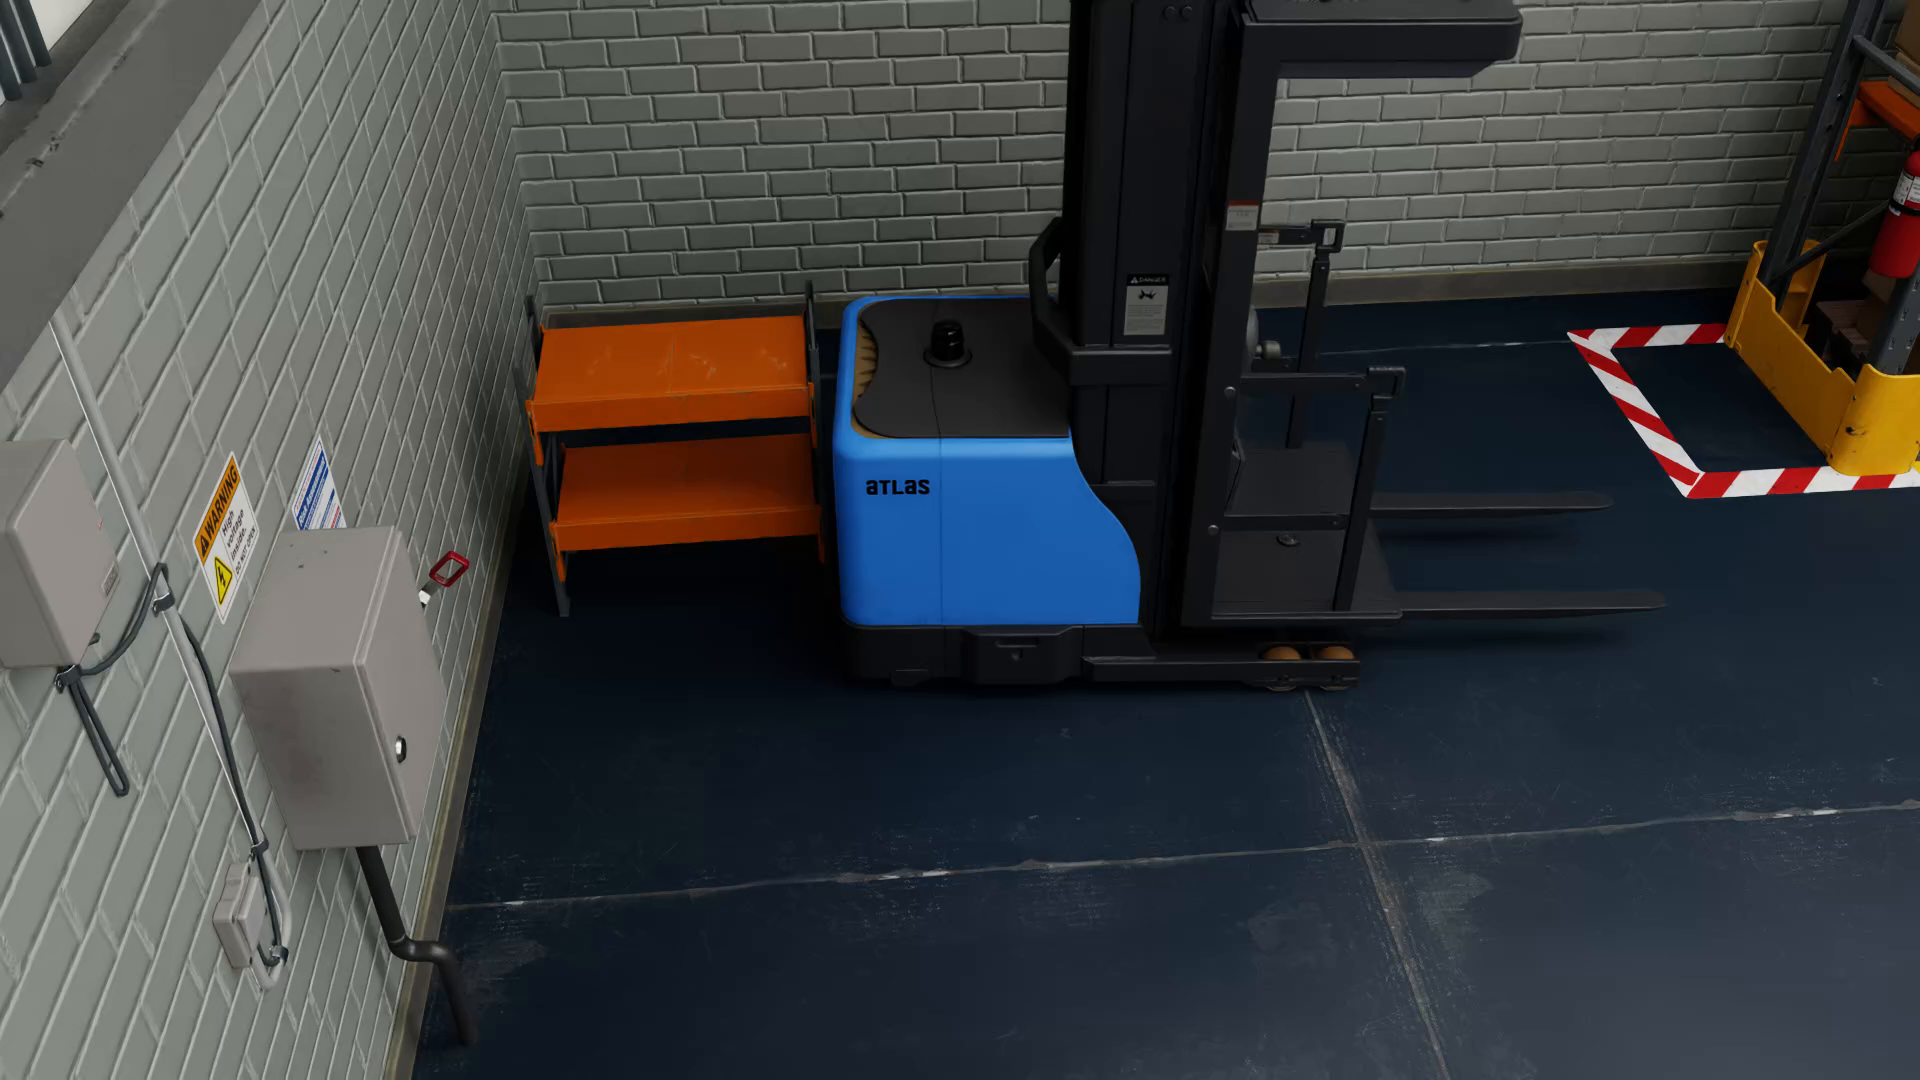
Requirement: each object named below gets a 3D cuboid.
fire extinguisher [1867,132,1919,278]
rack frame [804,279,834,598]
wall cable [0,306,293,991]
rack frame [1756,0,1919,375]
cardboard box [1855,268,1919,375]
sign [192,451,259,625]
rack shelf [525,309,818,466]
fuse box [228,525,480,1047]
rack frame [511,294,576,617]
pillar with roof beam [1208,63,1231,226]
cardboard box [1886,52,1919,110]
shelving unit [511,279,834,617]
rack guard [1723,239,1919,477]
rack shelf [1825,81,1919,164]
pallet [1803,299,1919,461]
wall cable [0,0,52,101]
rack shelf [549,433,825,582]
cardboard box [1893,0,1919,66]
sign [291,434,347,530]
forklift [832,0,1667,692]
[{"bbox_3d":[3.691,-1.341,6.392,0.183,0.674,0.296,-3,38,-4],"label":"fire extinguisher"},{"bbox_3d":[-0.534,-0.370,6.311,0.032,1.125,0.500,-4,38,-5],"label":"rack frame"},{"bbox_3d":[-1.512,0.302,3.126,0.122,1.984,0.588,-3,38,-4],"label":"wall cable"},{"bbox_3d":[3.796,-1.811,6.624,0.127,3.000,1.000,-3,38,-4],"label":"rack frame"},{"bbox_3d":[4.414,-0.971,7.235,0.637,0.503,0.797,-5,39,-6],"label":"cardboard box"},{"bbox_3d":[-1.617,-0.008,3.672,0.001,0.242,0.339,-3,38,-4],"label":"sign"},{"bbox_3d":[-1.039,-0.565,6.086,1.000,0.278,0.538,-4,38,-5],"label":"rack shelf"},{"bbox_3d":[-1.416,0.777,4.384,0.414,1.711,0.539,-3,38,-4],"label":"fuse box"},{"bbox_3d":[-1.544,-0.301,6.223,0.032,1.125,0.500,-4,38,-5],"label":"rack frame"},{"bbox_3d":[1.412,-1.918,1.916,0.400,9.000,9.100,-3,38,-4],"label":"pillar with roof beam"},{"bbox_3d":[4.103,-1.896,6.935,0.250,0.149,0.380,-4,38,-4],"label":"cardboard box"},{"bbox_3d":[-1.039,-0.335,6.267,1.048,1.125,0.538,-4,38,-5],"label":"shelving unit"},{"bbox_3d":[3.872,-0.834,7.403,0.348,0.500,1.175,-3,38,-4],"label":"rack guard"},{"bbox_3d":[5.788,-1.638,6.986,4.000,0.370,1.077,-3,38,-4],"label":"rack shelf"},{"bbox_3d":[4.666,-0.765,7.549,1.213,0.211,1.003,-3,38,-4],"label":"pallet"},{"bbox_3d":[-1.674,-2.818,3.026,0.133,3.039,2.988,-3,38,-4],"label":"wall cable"},{"bbox_3d":[-1.039,-0.143,6.418,1.000,0.278,0.538,-4,38,-5],"label":"rack shelf"},{"bbox_3d":[4.231,-2.058,6.818,0.500,0.250,0.500,-2,38,-3],"label":"cardboard box"},{"bbox_3d":[-1.666,0.015,4.386,0.001,0.494,0.329,-3,38,-4],"label":"sign"},{"bbox_3d":[1.074,-0.930,5.563,3.031,2.935,1.130,0,38,-1],"label":"forklift"}]
